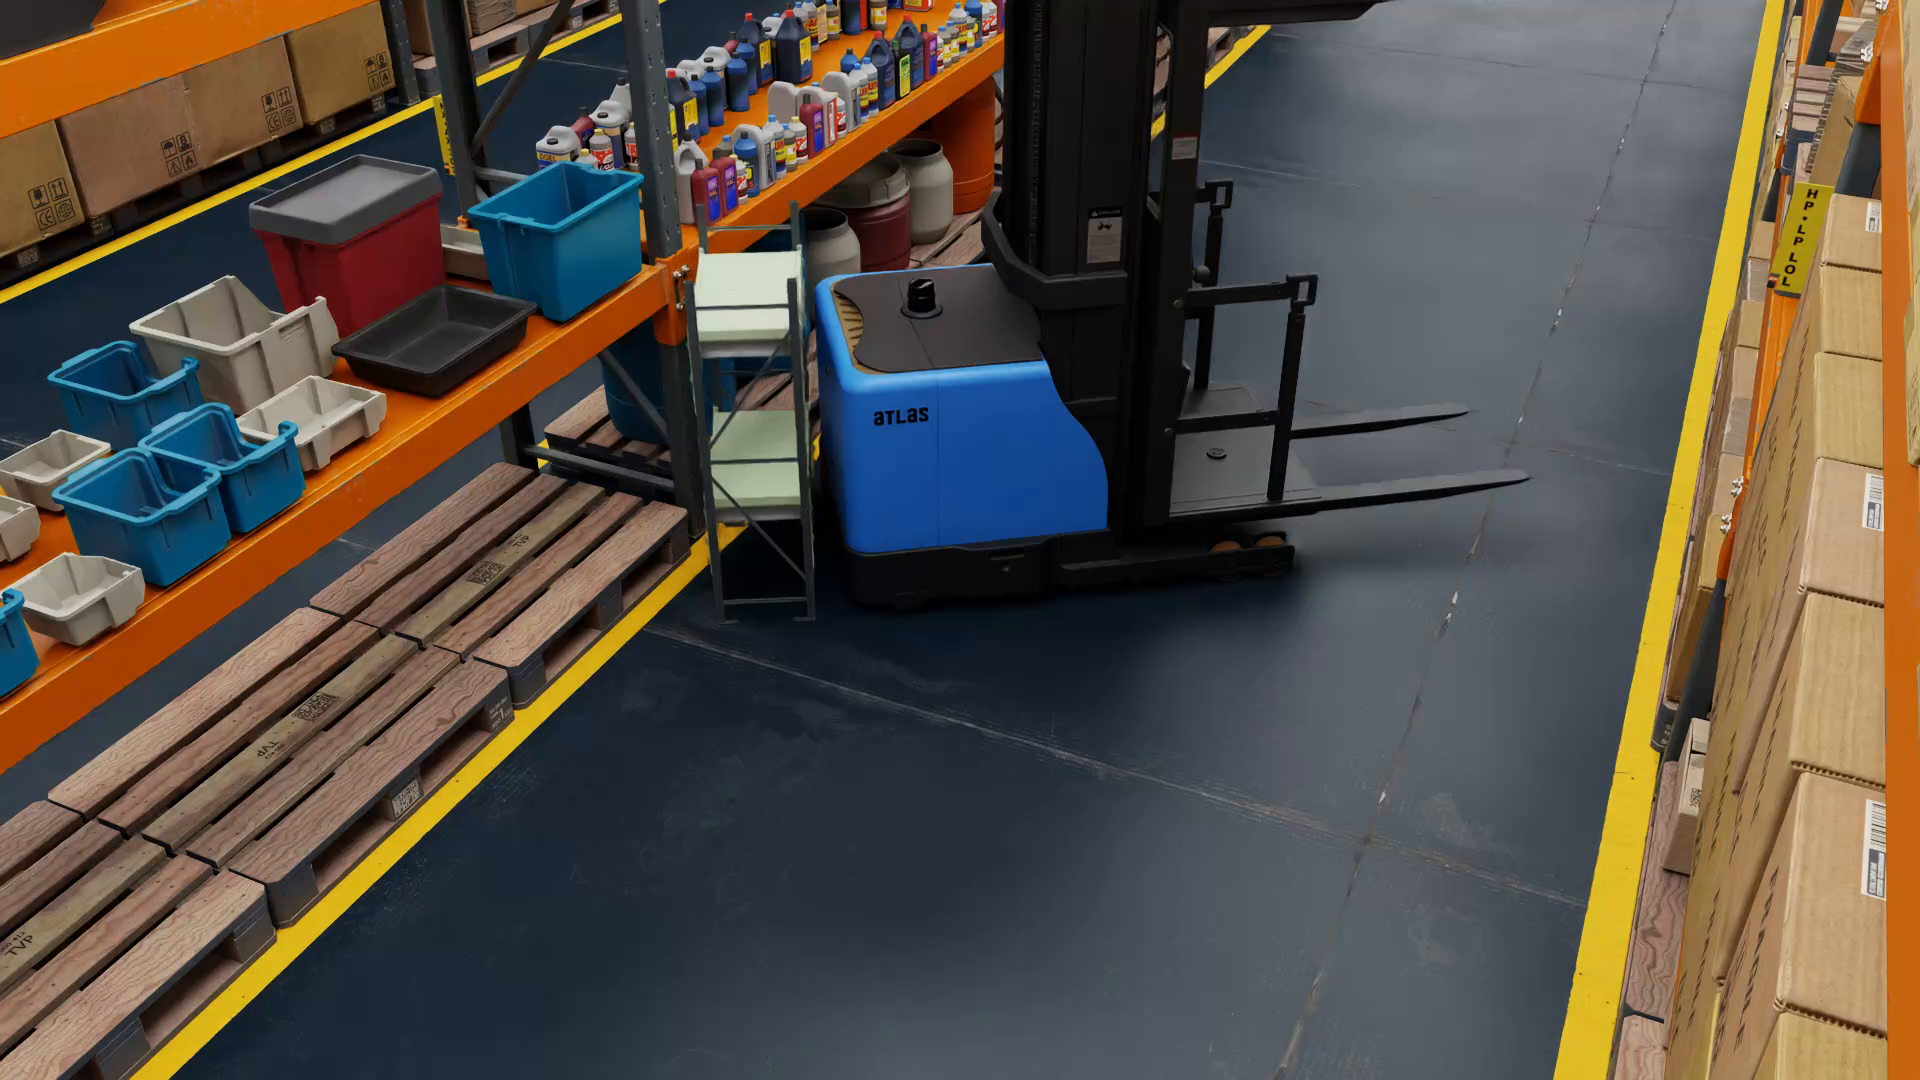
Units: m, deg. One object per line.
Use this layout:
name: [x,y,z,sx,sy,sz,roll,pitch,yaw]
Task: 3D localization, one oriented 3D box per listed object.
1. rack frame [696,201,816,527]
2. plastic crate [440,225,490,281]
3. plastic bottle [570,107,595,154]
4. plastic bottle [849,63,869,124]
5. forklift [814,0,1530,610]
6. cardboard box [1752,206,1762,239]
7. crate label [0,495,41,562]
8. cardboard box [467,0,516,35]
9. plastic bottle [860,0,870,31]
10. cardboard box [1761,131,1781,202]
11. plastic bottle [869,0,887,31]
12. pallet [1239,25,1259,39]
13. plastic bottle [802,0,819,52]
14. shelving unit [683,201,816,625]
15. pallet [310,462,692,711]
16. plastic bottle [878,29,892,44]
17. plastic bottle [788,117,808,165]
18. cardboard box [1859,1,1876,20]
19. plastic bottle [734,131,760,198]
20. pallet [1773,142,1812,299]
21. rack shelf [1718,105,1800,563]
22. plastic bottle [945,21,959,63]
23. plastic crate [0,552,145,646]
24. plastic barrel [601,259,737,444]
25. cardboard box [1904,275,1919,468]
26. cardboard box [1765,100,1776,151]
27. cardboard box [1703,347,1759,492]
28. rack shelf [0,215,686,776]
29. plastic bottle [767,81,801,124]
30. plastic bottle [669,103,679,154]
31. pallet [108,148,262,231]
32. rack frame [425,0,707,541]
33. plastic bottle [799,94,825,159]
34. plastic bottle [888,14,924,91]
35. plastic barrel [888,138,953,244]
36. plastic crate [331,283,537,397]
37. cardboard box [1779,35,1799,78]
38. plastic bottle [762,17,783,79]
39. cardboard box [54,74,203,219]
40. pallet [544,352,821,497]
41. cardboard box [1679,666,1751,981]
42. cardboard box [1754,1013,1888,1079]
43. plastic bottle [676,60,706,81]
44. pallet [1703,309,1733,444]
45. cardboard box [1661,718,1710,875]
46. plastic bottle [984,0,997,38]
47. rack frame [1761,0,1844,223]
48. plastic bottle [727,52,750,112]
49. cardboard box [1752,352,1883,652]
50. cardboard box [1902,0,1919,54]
rack frame: [-0.837,-0.697,6.945,0.400,1.500,0.023,-2,33,-3]
plastic crate: [-1.903,-1.110,6.394,0.396,0.136,0.243,14,36,20]
plastic bottle: [-1.651,-1.742,7.277,0.061,0.283,0.133,14,36,20]
plastic bottle: [-0.481,-2.112,7.853,0.097,0.271,0.097,0,33,0]
forklift: [0.943,-1.333,6.609,3.031,2.935,1.130,-6,34,-9]
cardboard box: [4.592,-1.592,9.067,0.500,0.250,0.500,15,36,22]
crate label: [-2.846,-0.050,4.777,0.396,0.136,0.243,14,36,20]
cardboard box: [-3.921,-4.279,12.919,0.700,0.500,0.500,11,35,17]
plastic bottle: [-0.573,-2.963,9.147,0.152,0.276,0.135,14,36,20]
cardboard box: [4.800,-2.086,9.310,0.500,0.311,0.500,14,36,20]
plastic bottle: [-0.452,-2.913,9.137,0.097,0.201,0.097,0,33,0]
pallet: [2.088,-4.538,13.978,1.003,0.211,1.213,14,36,20]
plastic bottle: [-0.798,-2.728,8.793,0.097,0.271,0.097,0,33,0]
shelving unit: [-0.810,-0.497,6.640,0.431,1.500,0.755,-2,33,-3]
pallet: [-1.850,0.147,6.834,1.003,0.211,1.213,14,36,20]
plastic bottle: [-0.373,-2.410,8.297,0.061,0.283,0.133,14,36,20]
plastic bottle: [-0.730,-1.785,7.418,0.097,0.201,0.097,0,33,0]
cardboard box: [5.075,-2.792,9.001,0.380,0.149,0.250,17,37,24]
plastic bottle: [-0.909,-1.602,7.075,0.097,0.271,0.097,0,33,0]
pallet: [3.783,-1.199,6.518,1.003,0.211,1.213,14,36,20]
rack shelf: [3.756,-0.952,6.622,1.077,0.370,4.000,14,36,20]
plastic bottle: [-0.051,-2.594,8.651,0.097,0.201,0.097,0,33,0]
plastic crate: [-2.356,0.157,4.461,0.250,0.136,0.298,14,36,20]
plastic barrel: [-1.335,-0.960,7.509,0.600,0.901,0.708,14,36,20]
cardboard box: [1.638,-0.271,2.329,0.500,0.250,0.500,14,36,20]
cardboard box: [5.443,-2.610,10.619,0.500,0.250,0.500,13,35,19]
cardboard box: [3.501,-0.454,7.086,0.500,0.500,0.500,13,35,19]
rack shelf: [-2.415,-0.098,5.319,1.077,0.370,4.000,14,36,20]
plastic bottle: [-0.789,-1.982,7.650,0.152,0.276,0.135,14,36,20]
plastic bottle: [-1.360,-1.874,7.417,0.144,0.351,0.185,14,36,20]
pallet: [-5.313,-2.376,10.681,1.003,0.211,1.213,14,36,20]
rack frame: [-1.578,-1.395,6.641,1.000,3.000,0.127,14,36,20]
plastic bottle: [-0.666,-1.873,7.477,0.061,0.283,0.133,14,36,20]
plastic bottle: [-0.269,-2.428,8.262,0.144,0.351,0.185,14,36,20]
plastic barrel: [-0.249,-1.973,9.409,0.421,0.512,0.421,0,33,0]
plastic crate: [-1.802,-0.686,5.756,0.437,0.125,0.590,14,36,20]
cardboard box: [5.653,-3.104,10.862,0.500,0.311,0.500,14,36,20]
plastic bottle: [-0.959,-2.503,8.445,0.152,0.276,0.135,14,36,20]
cardboard box: [-5.454,-2.586,10.014,1.225,0.875,0.875,13,35,19]
pallet: [-1.217,-0.603,7.977,1.003,0.211,1.213,14,36,20]
cardboard box: [1.825,0.651,3.430,0.500,0.500,0.500,14,36,20]
cardboard box: [1.182,0.991,2.000,0.500,0.500,0.500,14,36,20]
plastic bottle: [-1.287,-2.113,7.850,0.152,0.276,0.135,14,36,20]
pallet: [4.246,-0.719,8.154,1.003,0.211,1.213,14,36,20]
cardboard box: [2.547,0.844,5.279,0.500,0.311,0.500,14,36,20]
plastic bottle: [0.152,-2.836,9.021,0.097,0.201,0.097,0,33,0]
rack frame: [4.593,-2.249,7.944,1.000,3.000,0.127,14,36,20]
plastic bottle: [-1.068,-2.208,7.998,0.097,0.271,0.097,0,33,0]
cardboard box: [2.036,-0.033,3.562,0.500,0.500,0.500,13,35,19]
cardboard box: [2.491,-1.263,3.841,0.500,0.250,0.500,14,36,20]
